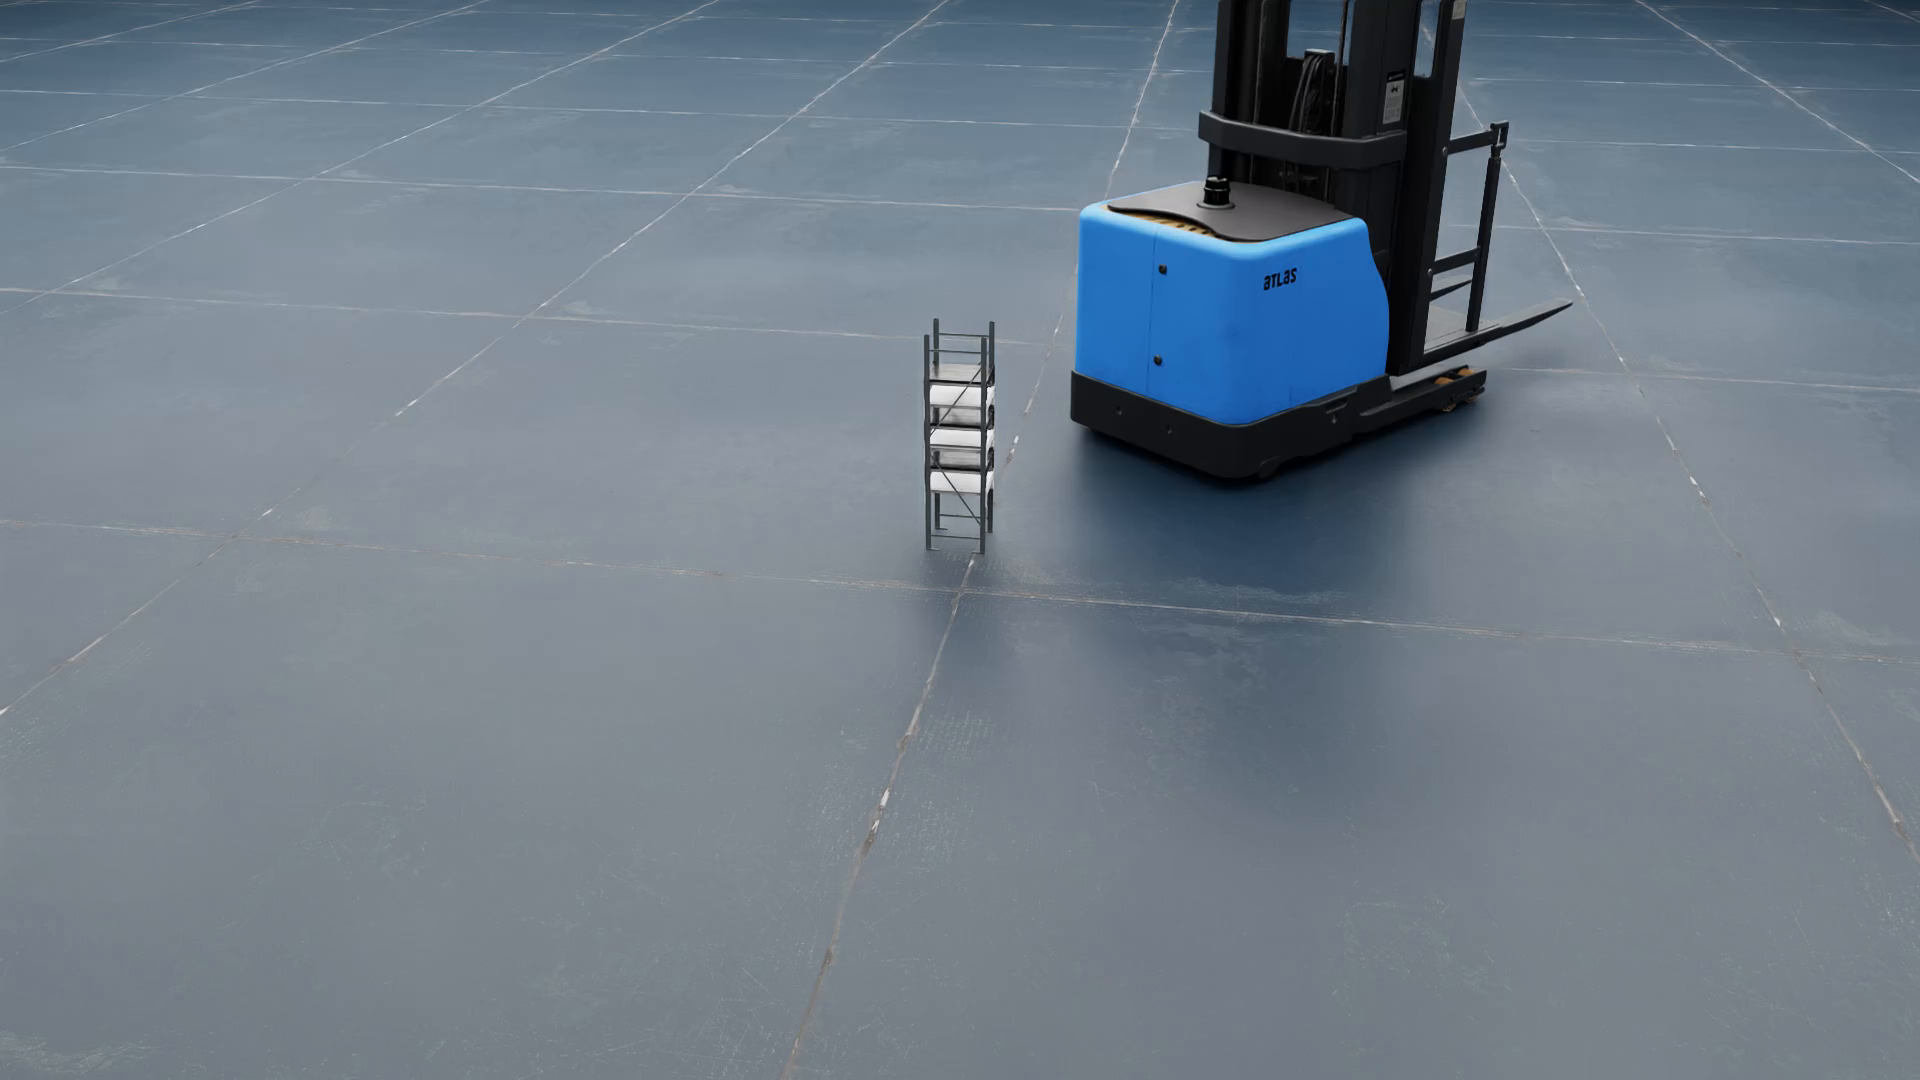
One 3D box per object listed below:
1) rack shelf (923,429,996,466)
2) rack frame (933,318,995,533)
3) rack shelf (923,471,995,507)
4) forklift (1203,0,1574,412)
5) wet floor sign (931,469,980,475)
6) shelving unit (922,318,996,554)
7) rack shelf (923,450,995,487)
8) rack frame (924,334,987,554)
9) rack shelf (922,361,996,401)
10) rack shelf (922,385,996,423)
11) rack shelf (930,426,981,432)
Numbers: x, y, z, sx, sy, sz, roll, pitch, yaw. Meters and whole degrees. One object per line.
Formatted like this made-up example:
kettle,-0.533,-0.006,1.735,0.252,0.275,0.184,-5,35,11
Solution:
rack shelf,-0.001,-0.374,6.566,0.258,0.077,0.200,4,25,9
rack frame,0.015,-0.447,6.643,0.240,0.900,0.006,4,25,9
rack shelf,-0.001,-0.211,6.642,0.258,0.077,0.200,4,25,9
forklift,1.995,-2.082,7.816,2.937,2.867,1.118,-20,32,-37
wet floor sign,-6.032,0.481,4.962,8.976,0.644,9.326,13,28,26
shelving unit,-0.001,-0.404,6.552,0.258,0.900,0.210,4,25,9
rack shelf,-0.001,-0.292,6.604,0.258,0.077,0.200,4,25,9
rack frame,-0.018,-0.362,6.461,0.240,0.900,0.006,4,25,9
rack shelf,-0.001,-0.619,6.452,0.258,0.077,0.200,4,25,9
rack shelf,-0.001,-0.537,6.490,0.258,0.077,0.200,4,25,9
rack shelf,-0.001,-0.469,6.522,0.199,0.015,0.184,4,25,9
